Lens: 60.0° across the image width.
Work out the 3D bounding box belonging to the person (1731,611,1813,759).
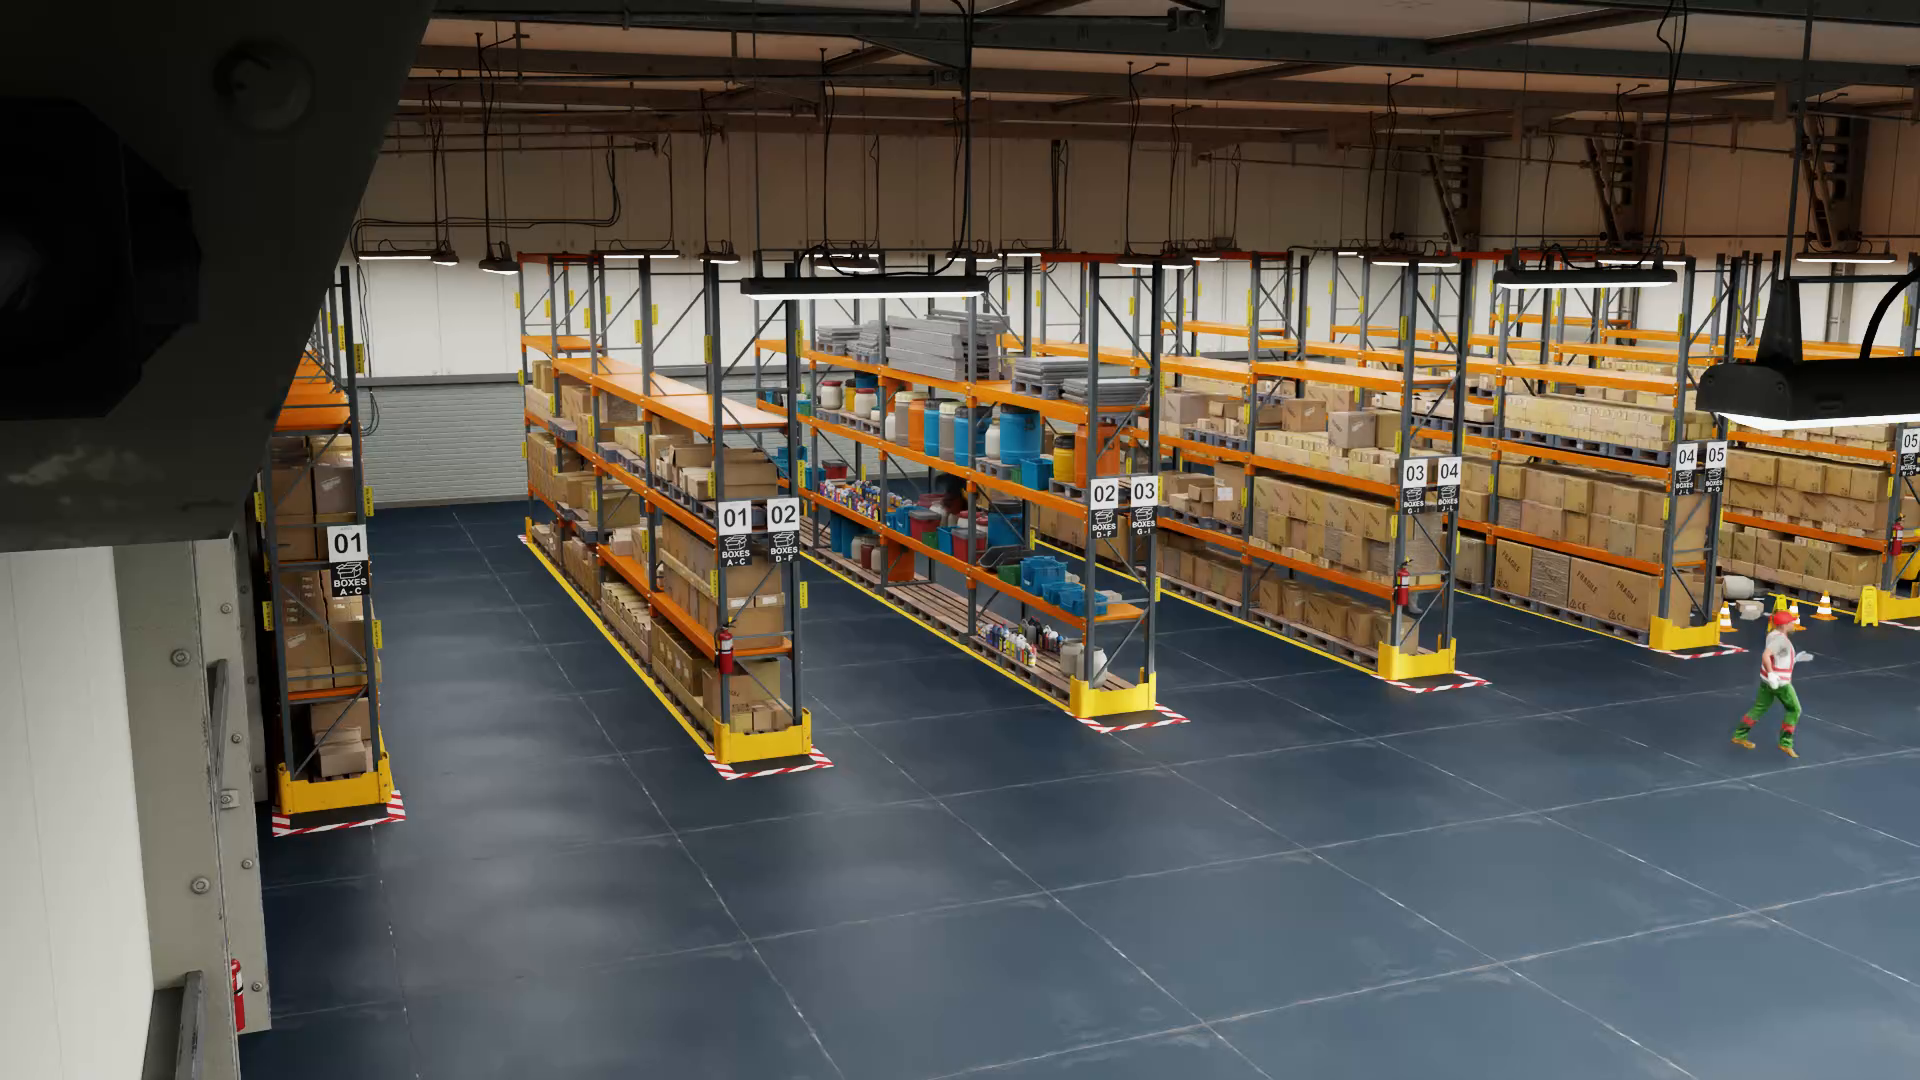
[{"bbox_3d":[9.983,1.771,20.367,0.876,1.844,0.643,1,10,5],"label":"person"}]

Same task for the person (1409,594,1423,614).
[{"bbox_3d":[7.655,0.361,28.279,0.707,1.726,0.753,-6,12,-29],"label":"person"}]

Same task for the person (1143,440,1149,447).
[{"bbox_3d":[4.693,-2.031,41.710,1.046,1.546,0.667,0,10,1],"label":"person"}]
